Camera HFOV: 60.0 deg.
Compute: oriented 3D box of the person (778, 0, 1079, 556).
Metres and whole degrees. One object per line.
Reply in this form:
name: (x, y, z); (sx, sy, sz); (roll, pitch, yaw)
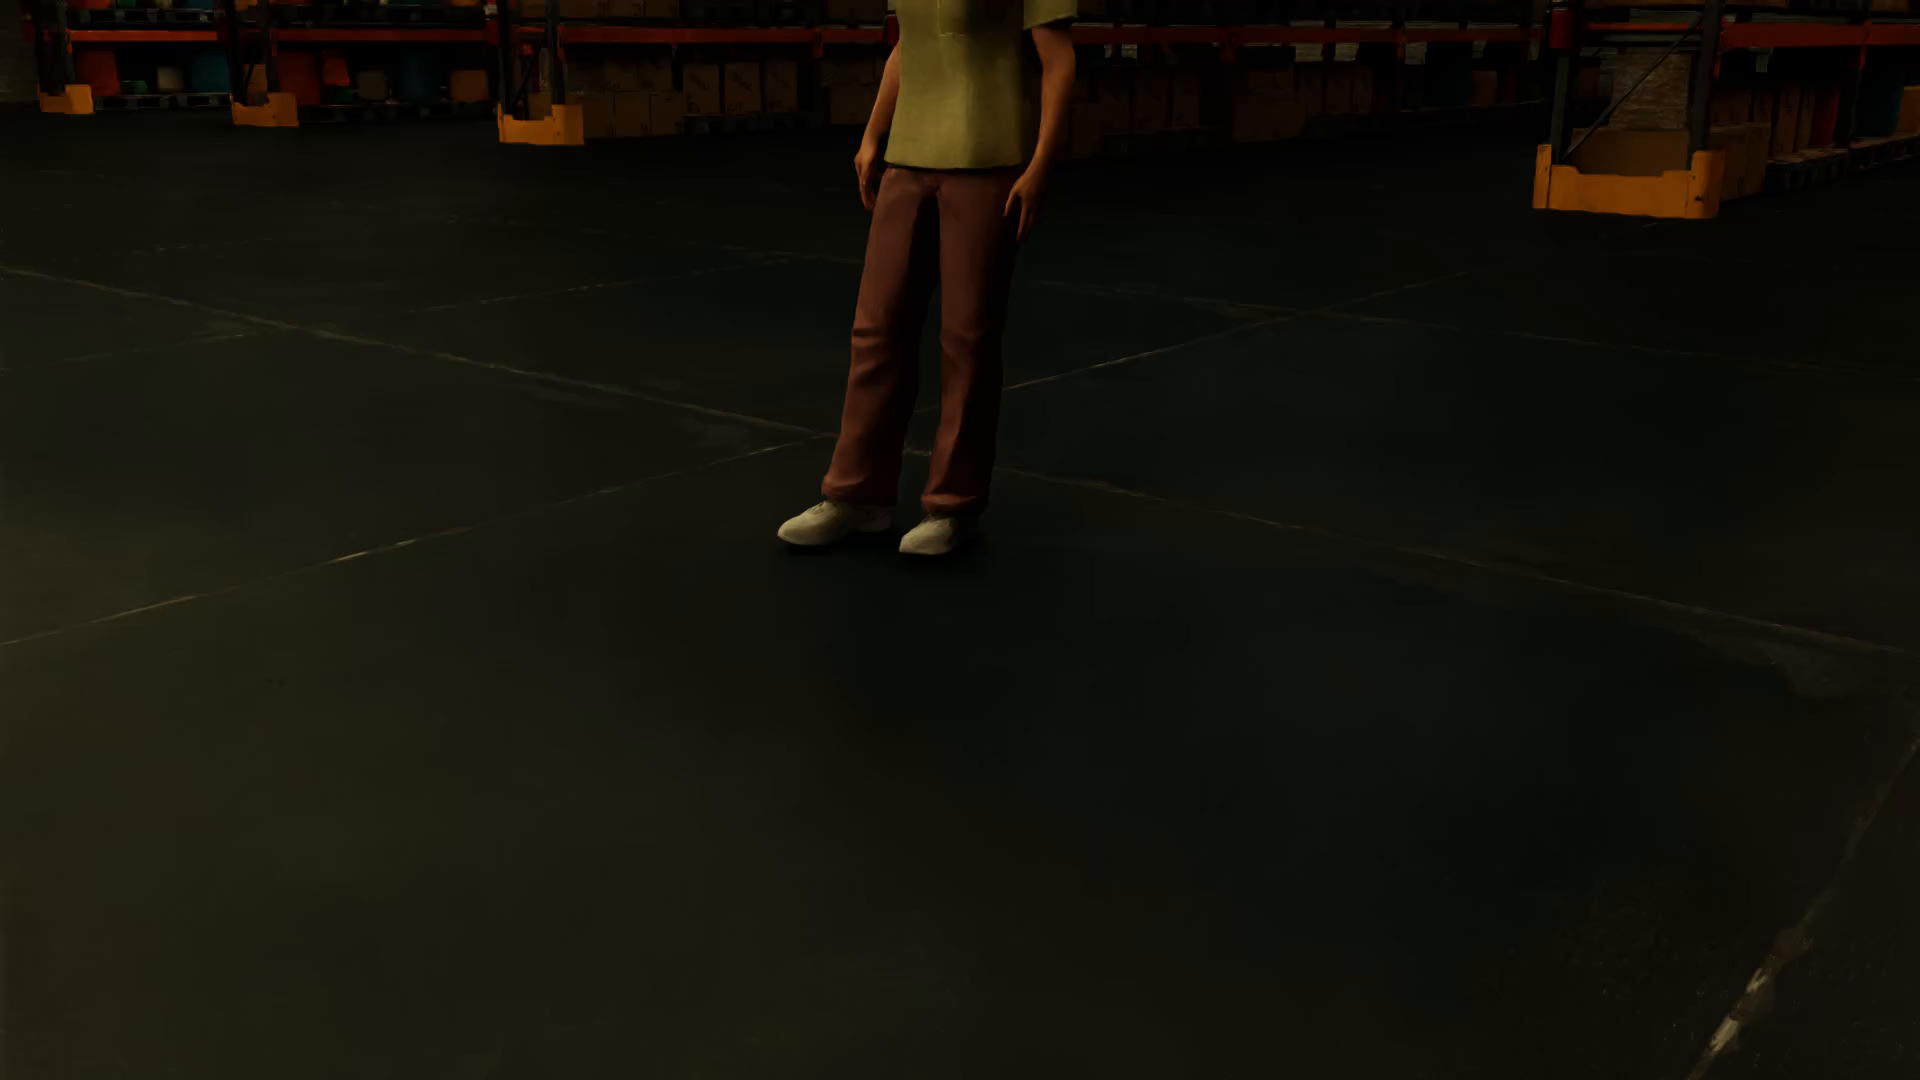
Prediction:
person: (-0.056, -0.794, 3.649); (0.554, 1.674, 0.548); (13, 21, 37)
